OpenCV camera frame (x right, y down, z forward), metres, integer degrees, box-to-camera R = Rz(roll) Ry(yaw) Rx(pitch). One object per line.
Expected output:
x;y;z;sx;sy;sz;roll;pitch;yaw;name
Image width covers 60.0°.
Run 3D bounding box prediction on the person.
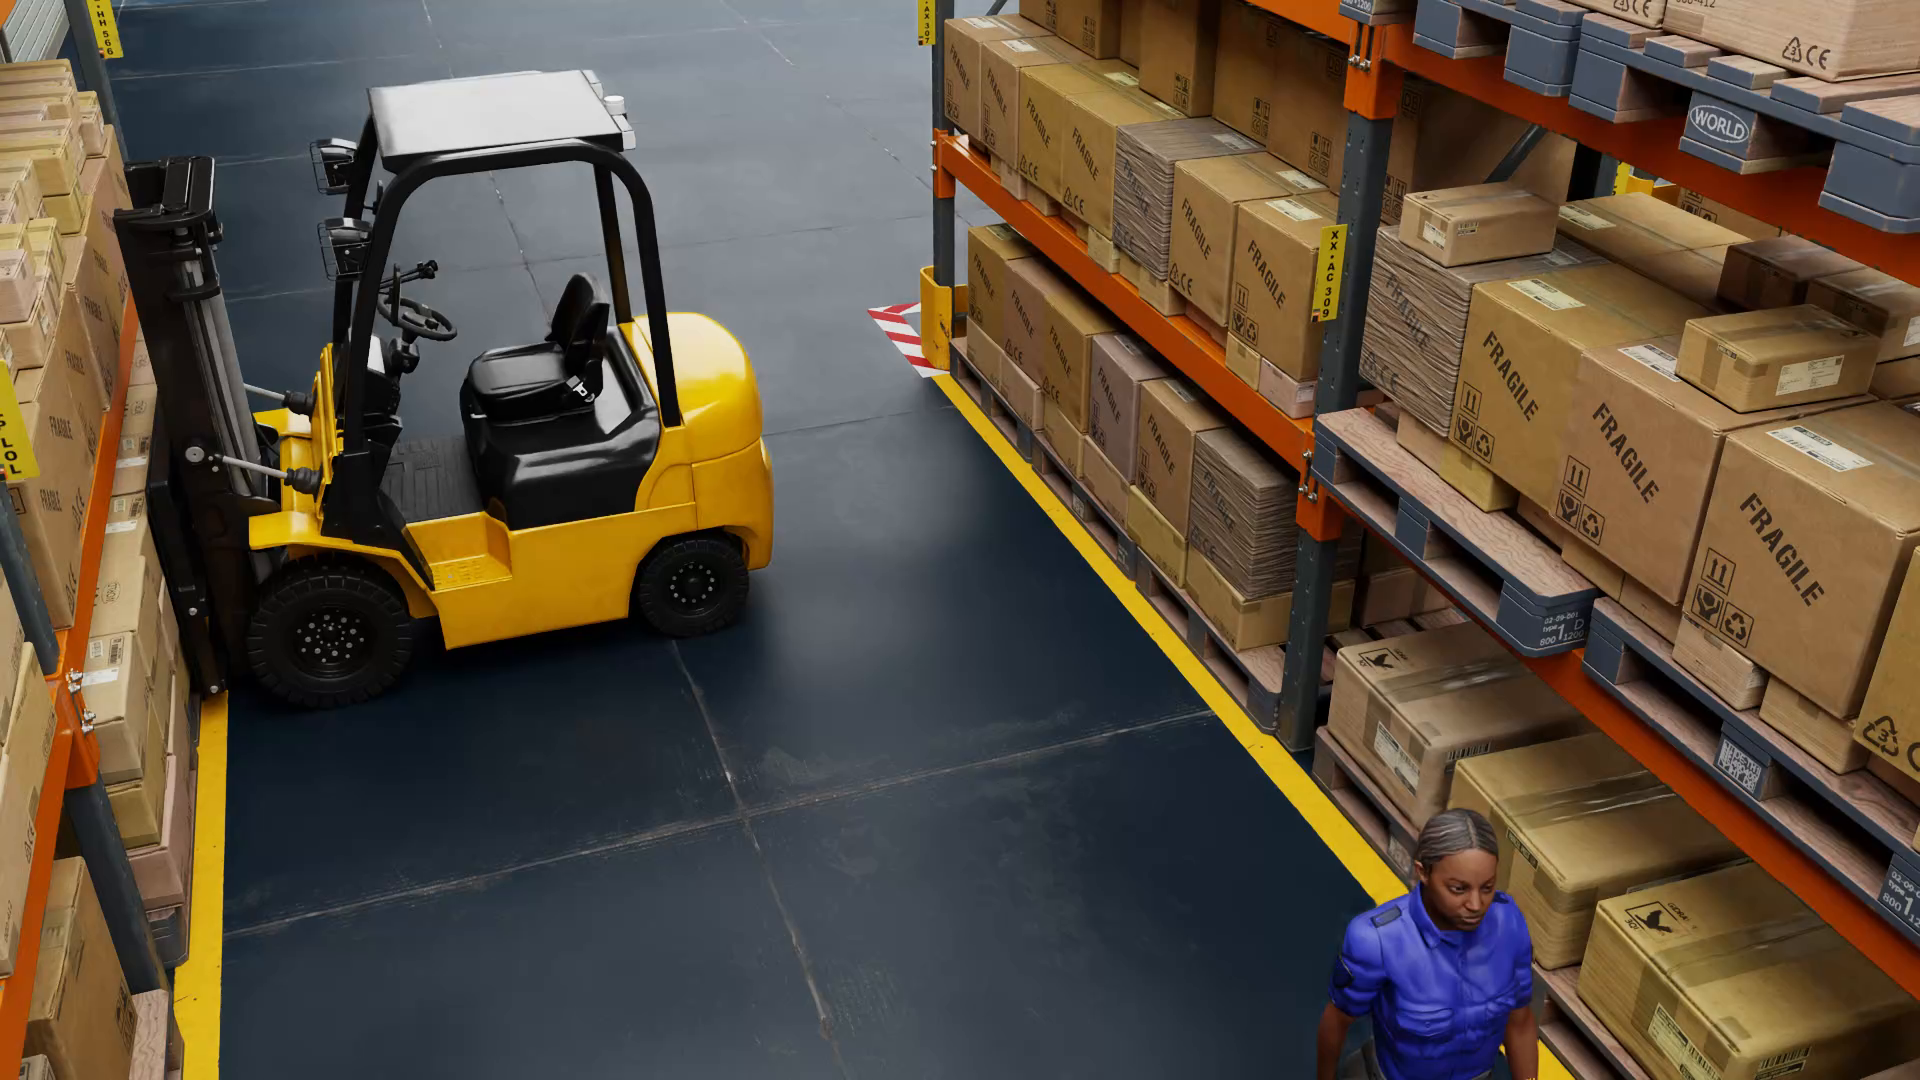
1.100;1.323;3.816;0.454;1.605;0.960;-10;31;-16;person
